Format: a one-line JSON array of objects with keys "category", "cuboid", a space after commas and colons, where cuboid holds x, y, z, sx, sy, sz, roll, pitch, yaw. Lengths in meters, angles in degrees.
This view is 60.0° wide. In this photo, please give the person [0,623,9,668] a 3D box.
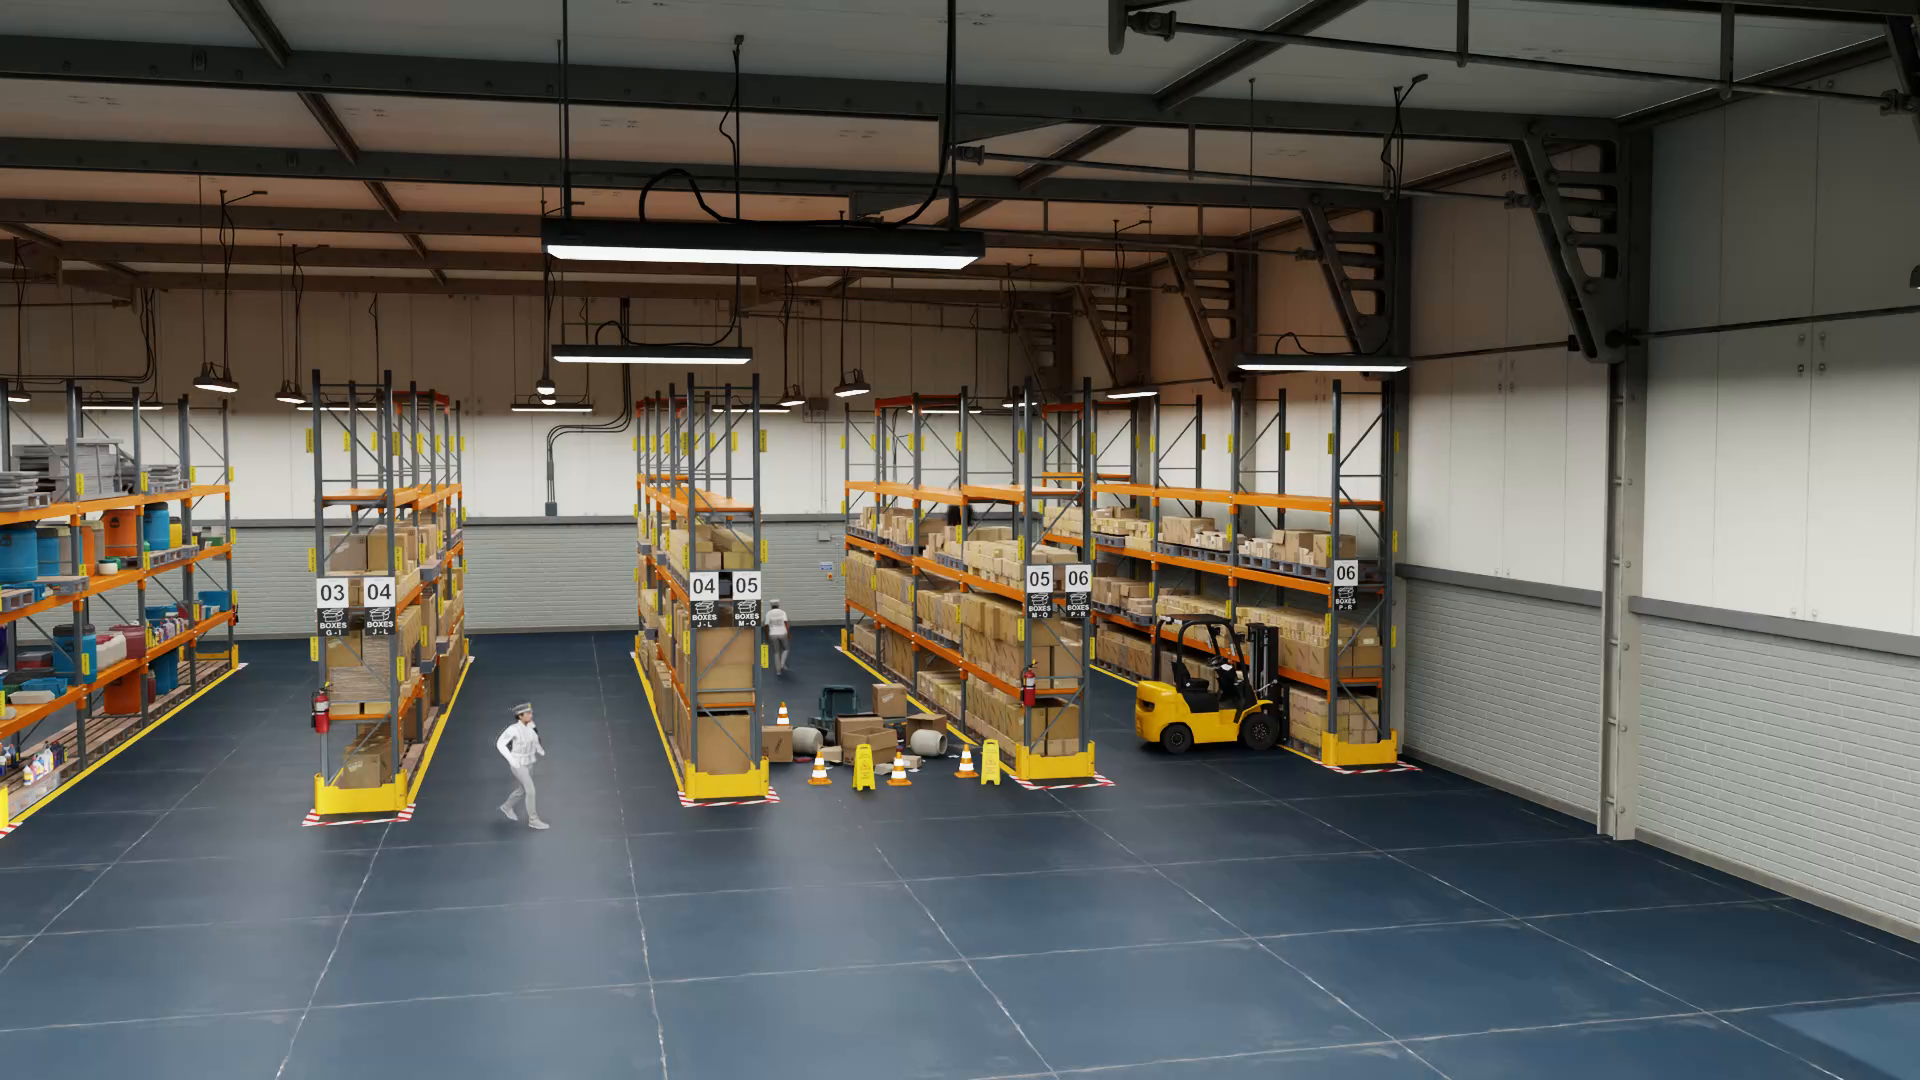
[{"category": "person", "cuboid": [-21.314, 2.081, 36.868, 0.798, 1.624, 0.649, 1, 3, 13]}]

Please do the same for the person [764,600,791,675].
[{"category": "person", "cuboid": [-3.967, 2.111, 36.137, 0.590, 1.597, 0.666, 0, 3, -5]}]

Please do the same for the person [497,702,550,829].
[{"category": "person", "cuboid": [-5.754, 2.910, 21.597, 0.807, 1.652, 0.636, 2, 4, 31]}]
